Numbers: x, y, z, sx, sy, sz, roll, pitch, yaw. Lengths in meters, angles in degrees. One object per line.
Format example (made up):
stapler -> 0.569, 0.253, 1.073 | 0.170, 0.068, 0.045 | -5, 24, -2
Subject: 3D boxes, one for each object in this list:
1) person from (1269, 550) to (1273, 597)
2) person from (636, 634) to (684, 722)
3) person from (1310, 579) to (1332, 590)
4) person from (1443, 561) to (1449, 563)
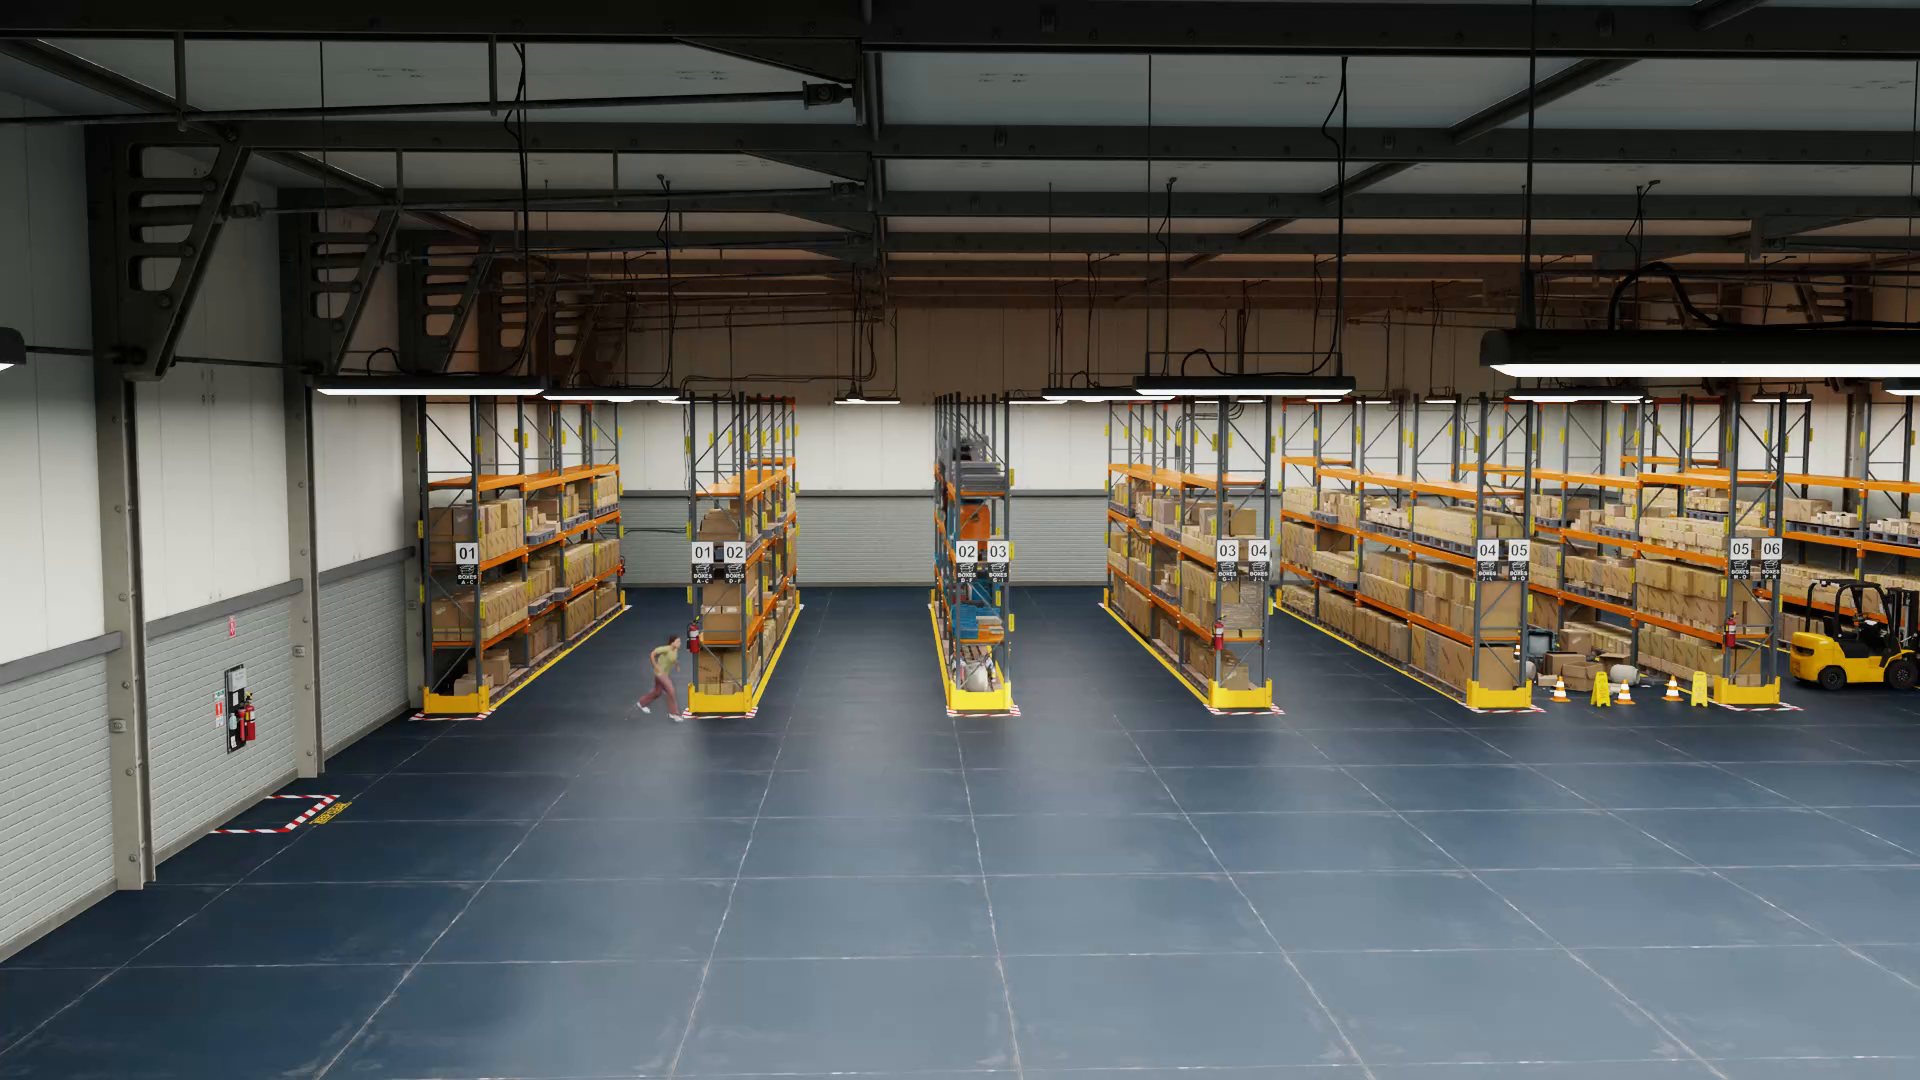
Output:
person -> 8.960, 1.157, 48.764 | 0.507, 1.318, 0.560 | -1, 5, -14
person -> -5.505, 2.512, 30.411 | 1.003, 1.625, 0.615 | 2, 5, 26
person -> 10.782, 0.908, 49.658 | 0.773, 1.725, 0.537 | -2, 5, -27
person -> 14.733, 0.889, 49.427 | 0.863, 1.771, 0.657 | -1, 5, -13
